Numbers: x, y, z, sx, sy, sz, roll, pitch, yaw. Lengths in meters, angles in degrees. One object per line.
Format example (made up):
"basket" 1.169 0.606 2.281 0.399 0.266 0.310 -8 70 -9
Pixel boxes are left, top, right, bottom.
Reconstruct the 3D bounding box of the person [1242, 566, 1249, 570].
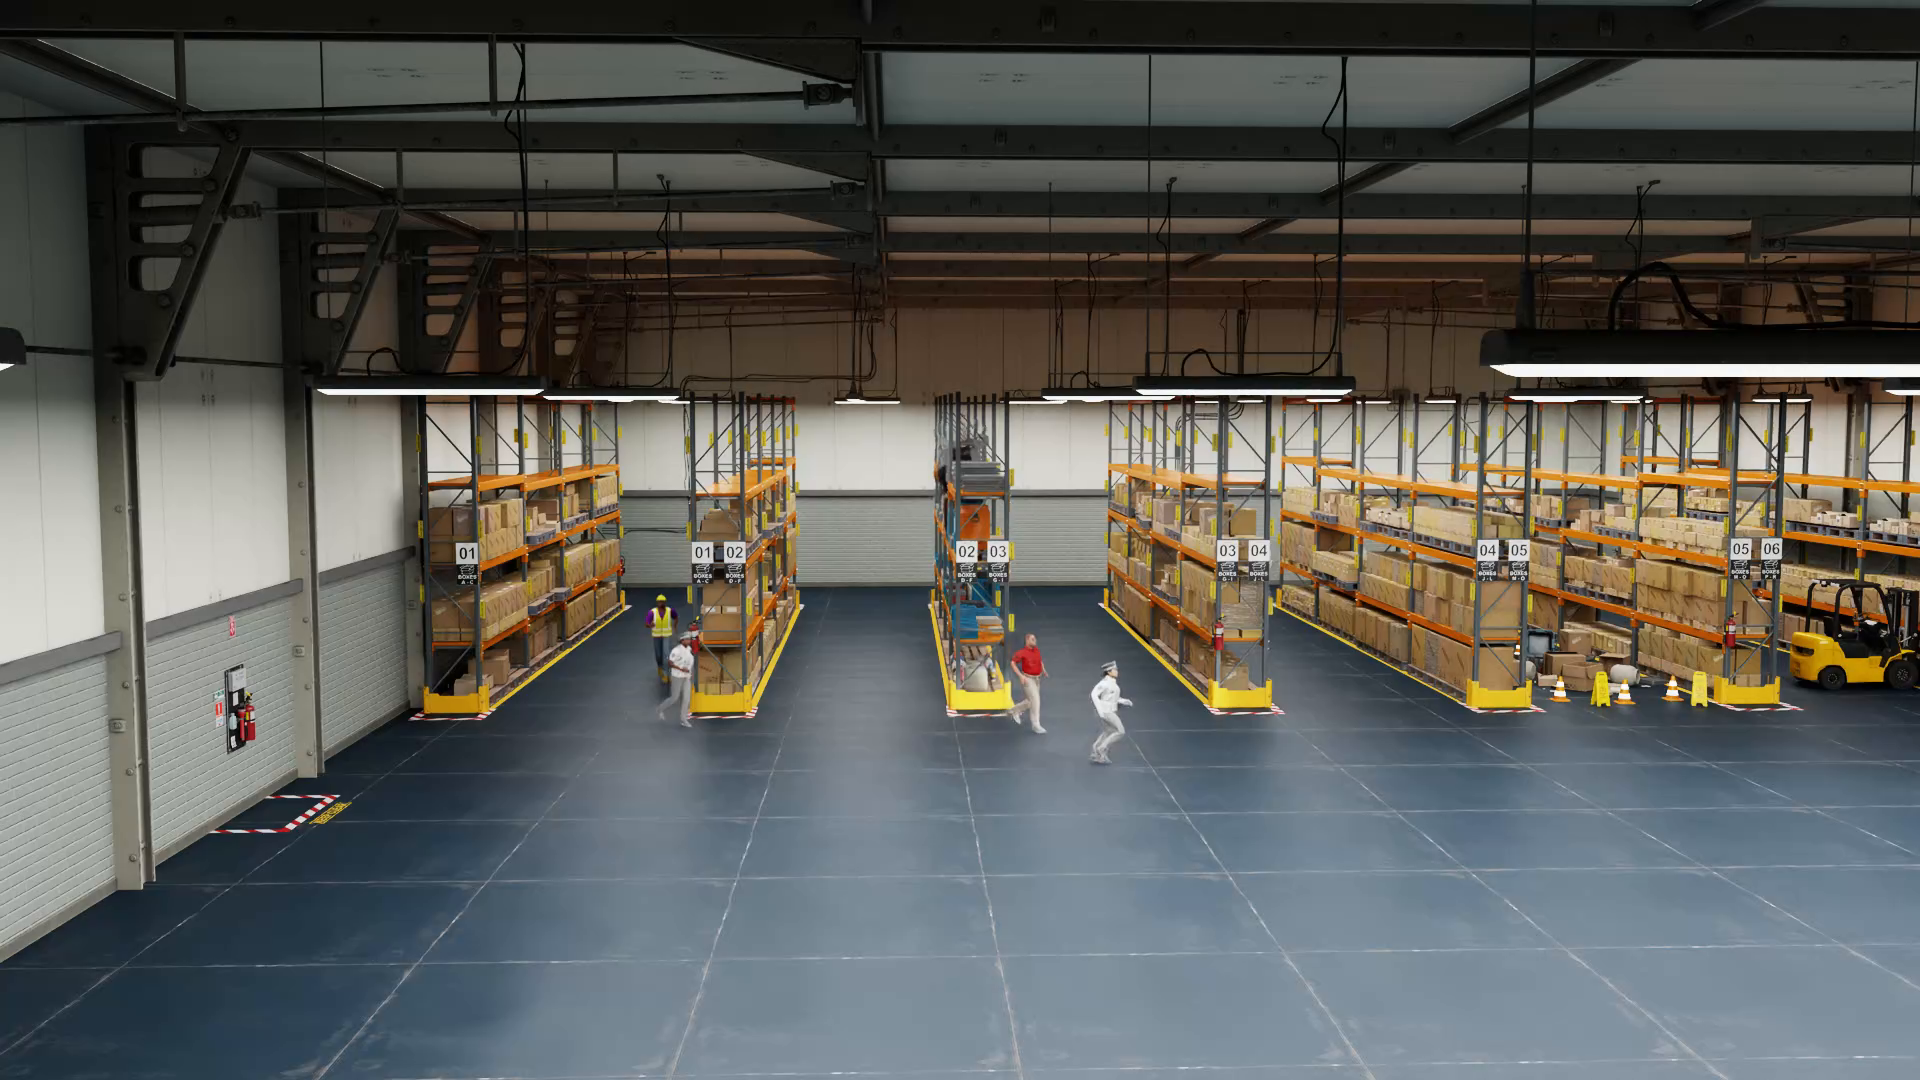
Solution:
"person" 8.119 1.039 48.128 0.868 1.736 0.773 -3 6 -35

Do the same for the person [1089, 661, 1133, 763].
"person" 2.411 2.751 26.606 0.692 1.647 0.583 1 5 17

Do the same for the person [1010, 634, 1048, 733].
"person" 1.205 2.514 29.481 0.868 1.728 0.684 4 6 38

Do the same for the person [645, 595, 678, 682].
"person" -6.237 2.029 34.767 0.695 1.771 0.962 -1 5 -9

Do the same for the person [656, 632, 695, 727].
"person" -5.036 2.485 30.037 0.808 1.682 0.611 3 6 36
